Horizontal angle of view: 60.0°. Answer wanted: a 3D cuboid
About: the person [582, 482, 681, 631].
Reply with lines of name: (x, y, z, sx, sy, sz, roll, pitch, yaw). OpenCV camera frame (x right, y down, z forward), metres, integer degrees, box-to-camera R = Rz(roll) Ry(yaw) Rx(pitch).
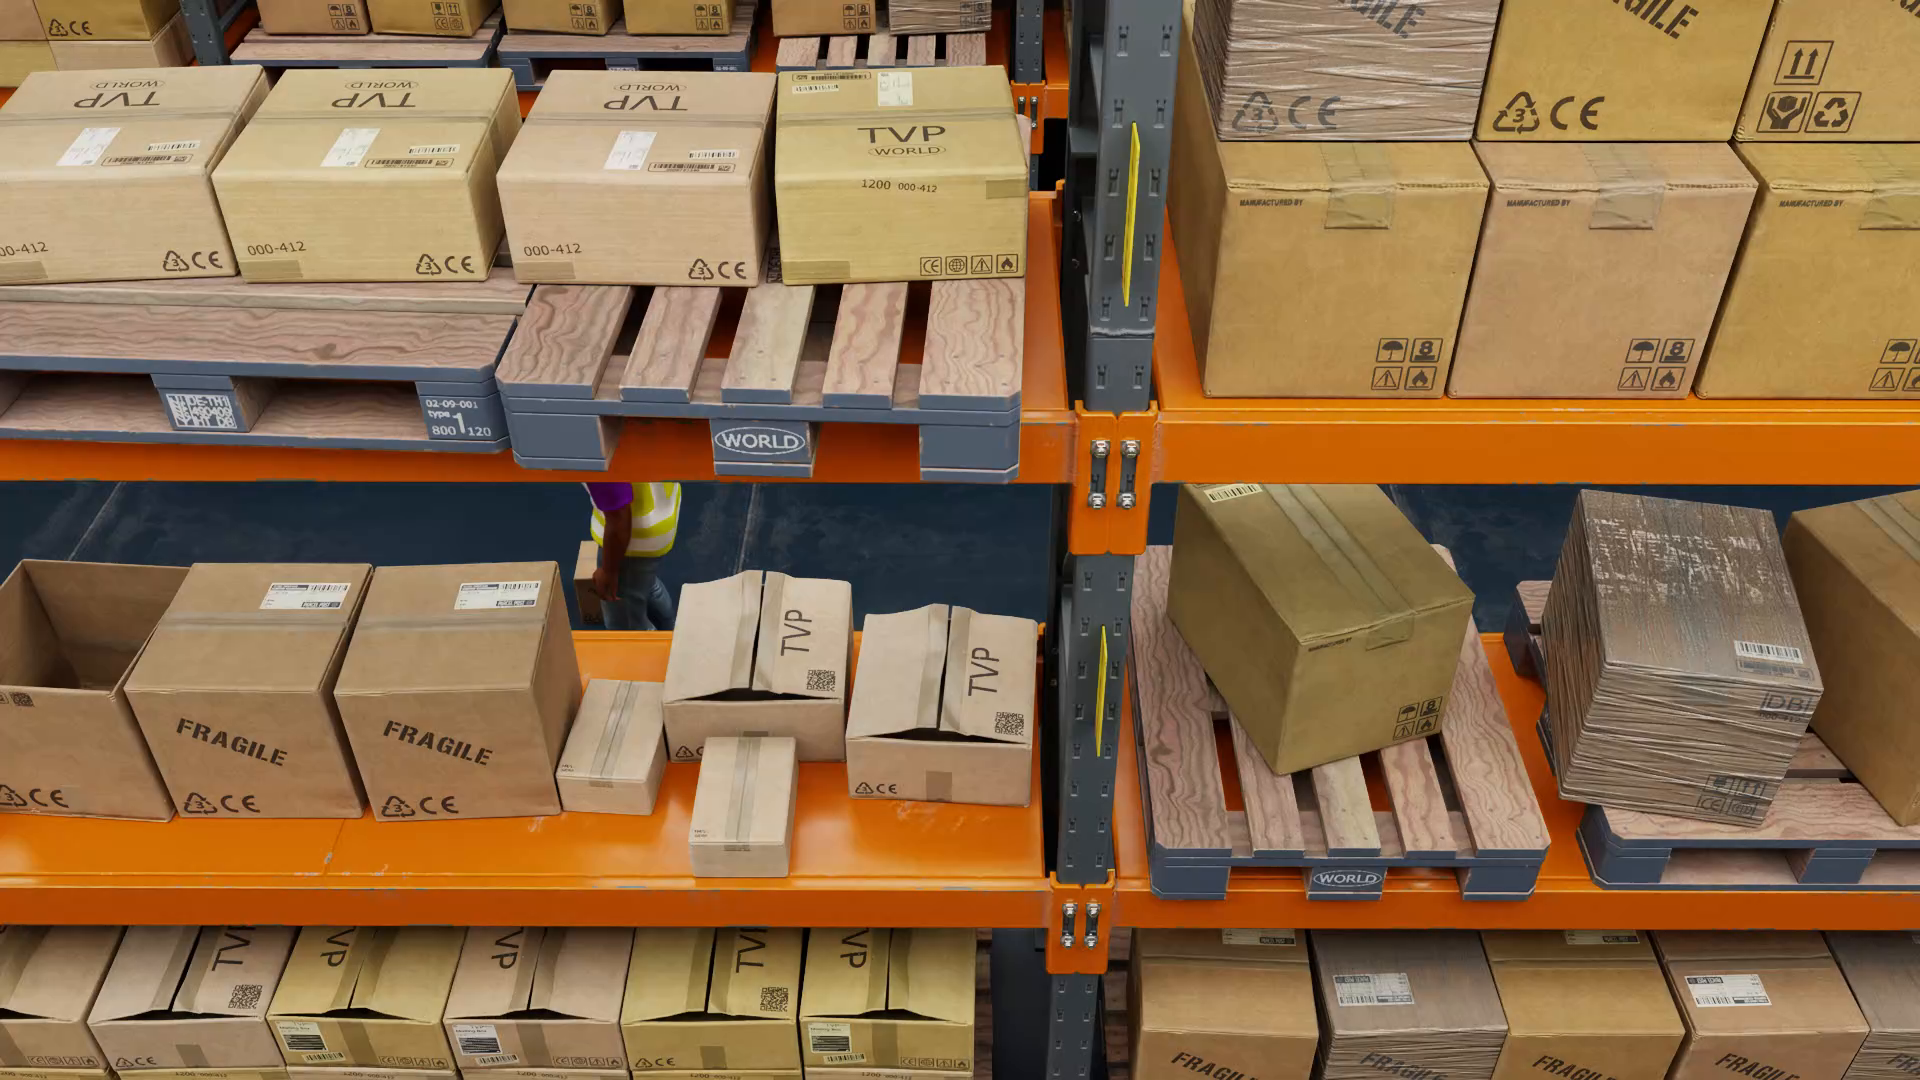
person: (-1.268, -0.060, 6.215, 0.461, 1.760, 0.626, 0, 39, 0)
